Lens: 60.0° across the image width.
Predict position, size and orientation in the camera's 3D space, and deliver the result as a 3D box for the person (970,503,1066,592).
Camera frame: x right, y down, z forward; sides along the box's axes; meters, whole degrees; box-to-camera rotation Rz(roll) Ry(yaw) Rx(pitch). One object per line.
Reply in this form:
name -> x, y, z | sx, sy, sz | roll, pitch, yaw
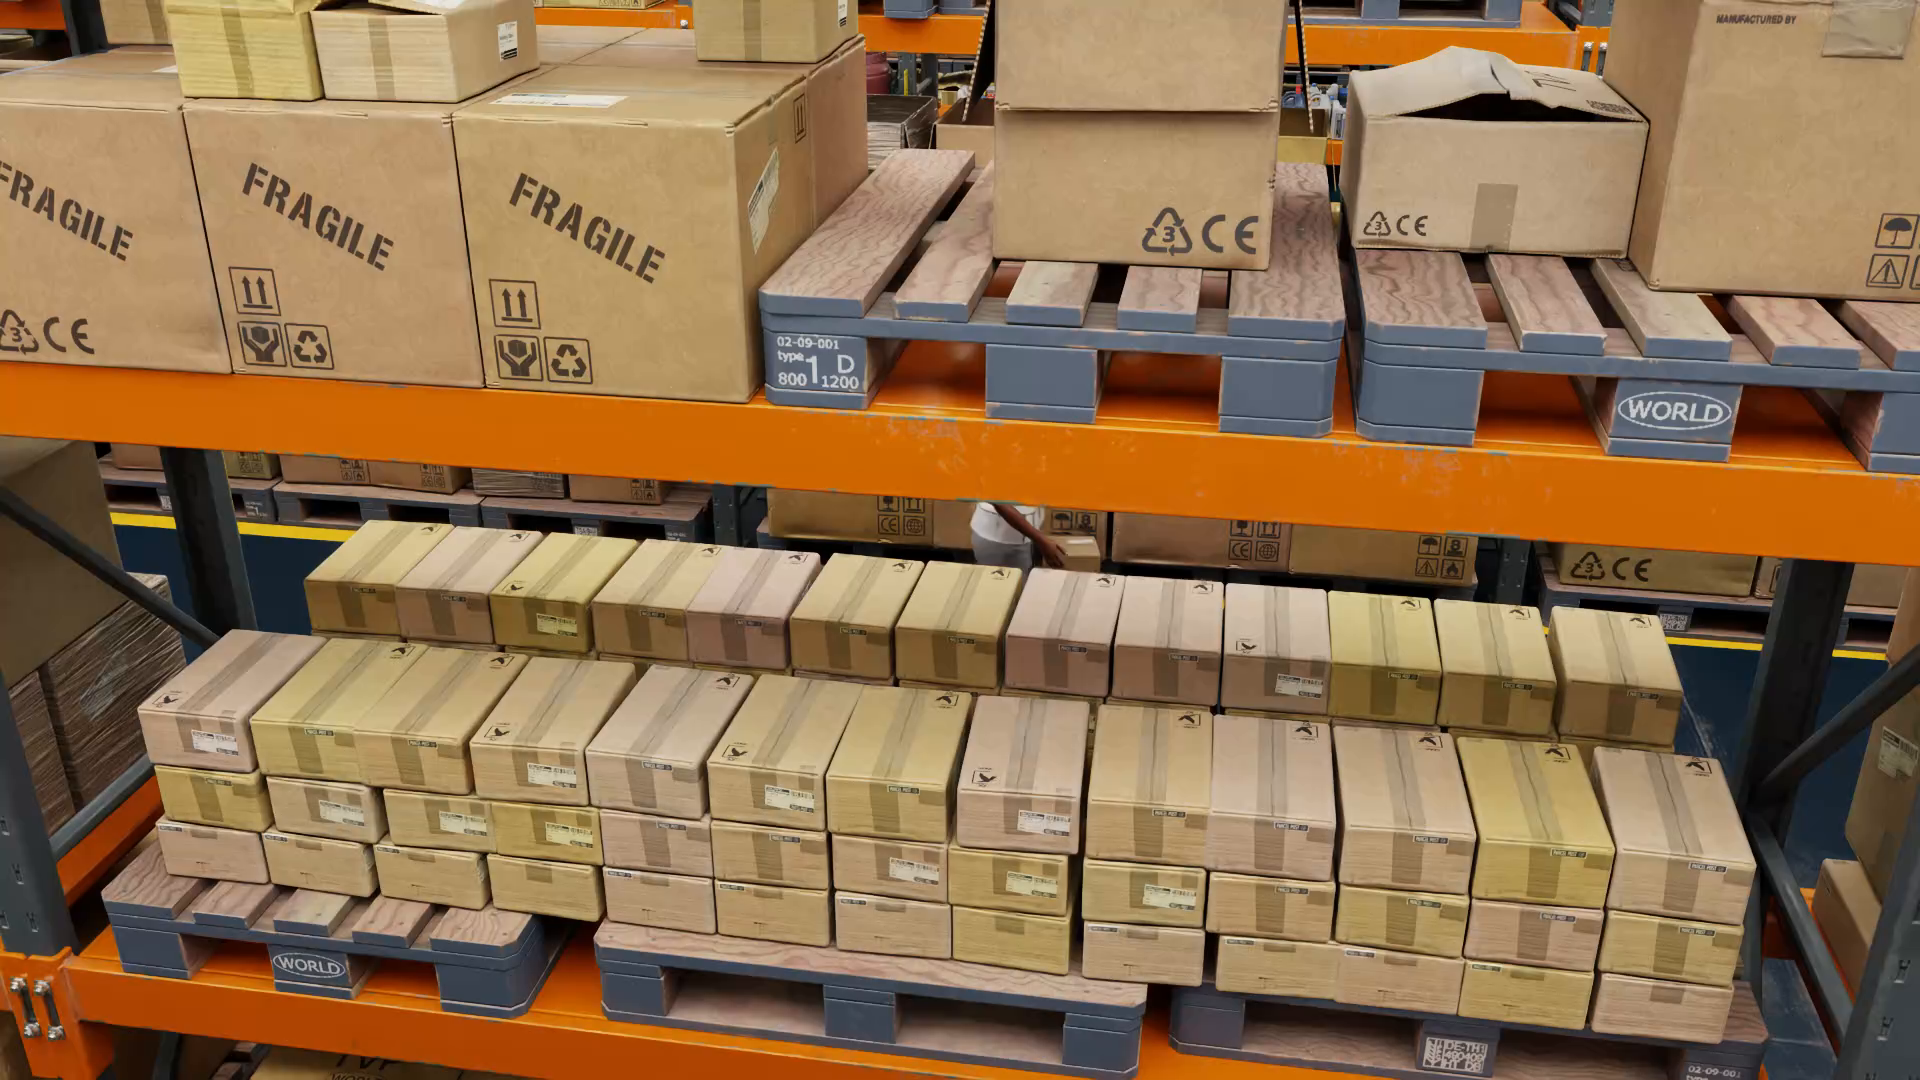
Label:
person -> 0.266, -0.034, 7.155 | 0.446, 1.682, 0.549 | 5, 26, 10
